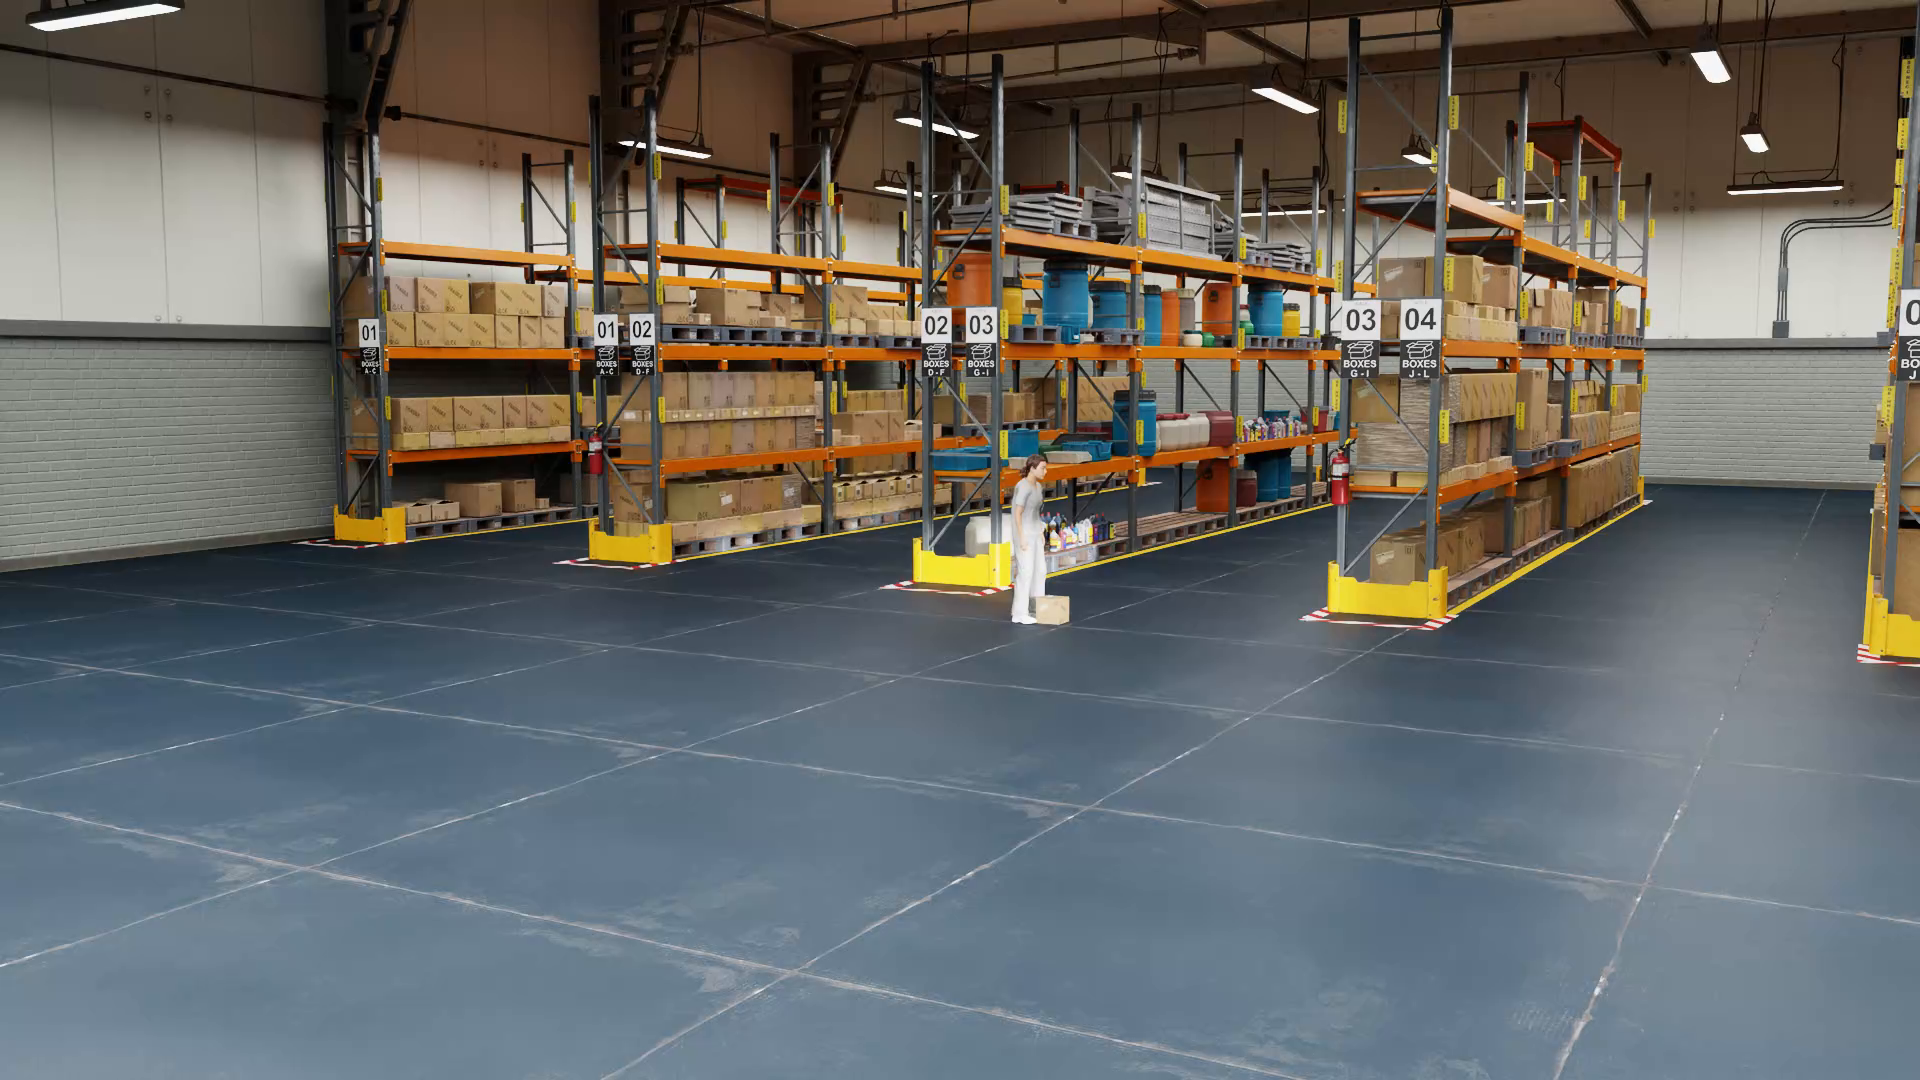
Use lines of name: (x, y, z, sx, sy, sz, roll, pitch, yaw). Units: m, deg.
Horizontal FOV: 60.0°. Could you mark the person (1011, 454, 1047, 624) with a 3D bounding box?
person: (0.721, -0.023, 16.553, 0.404, 1.673, 0.492, 3, 7, 28)
